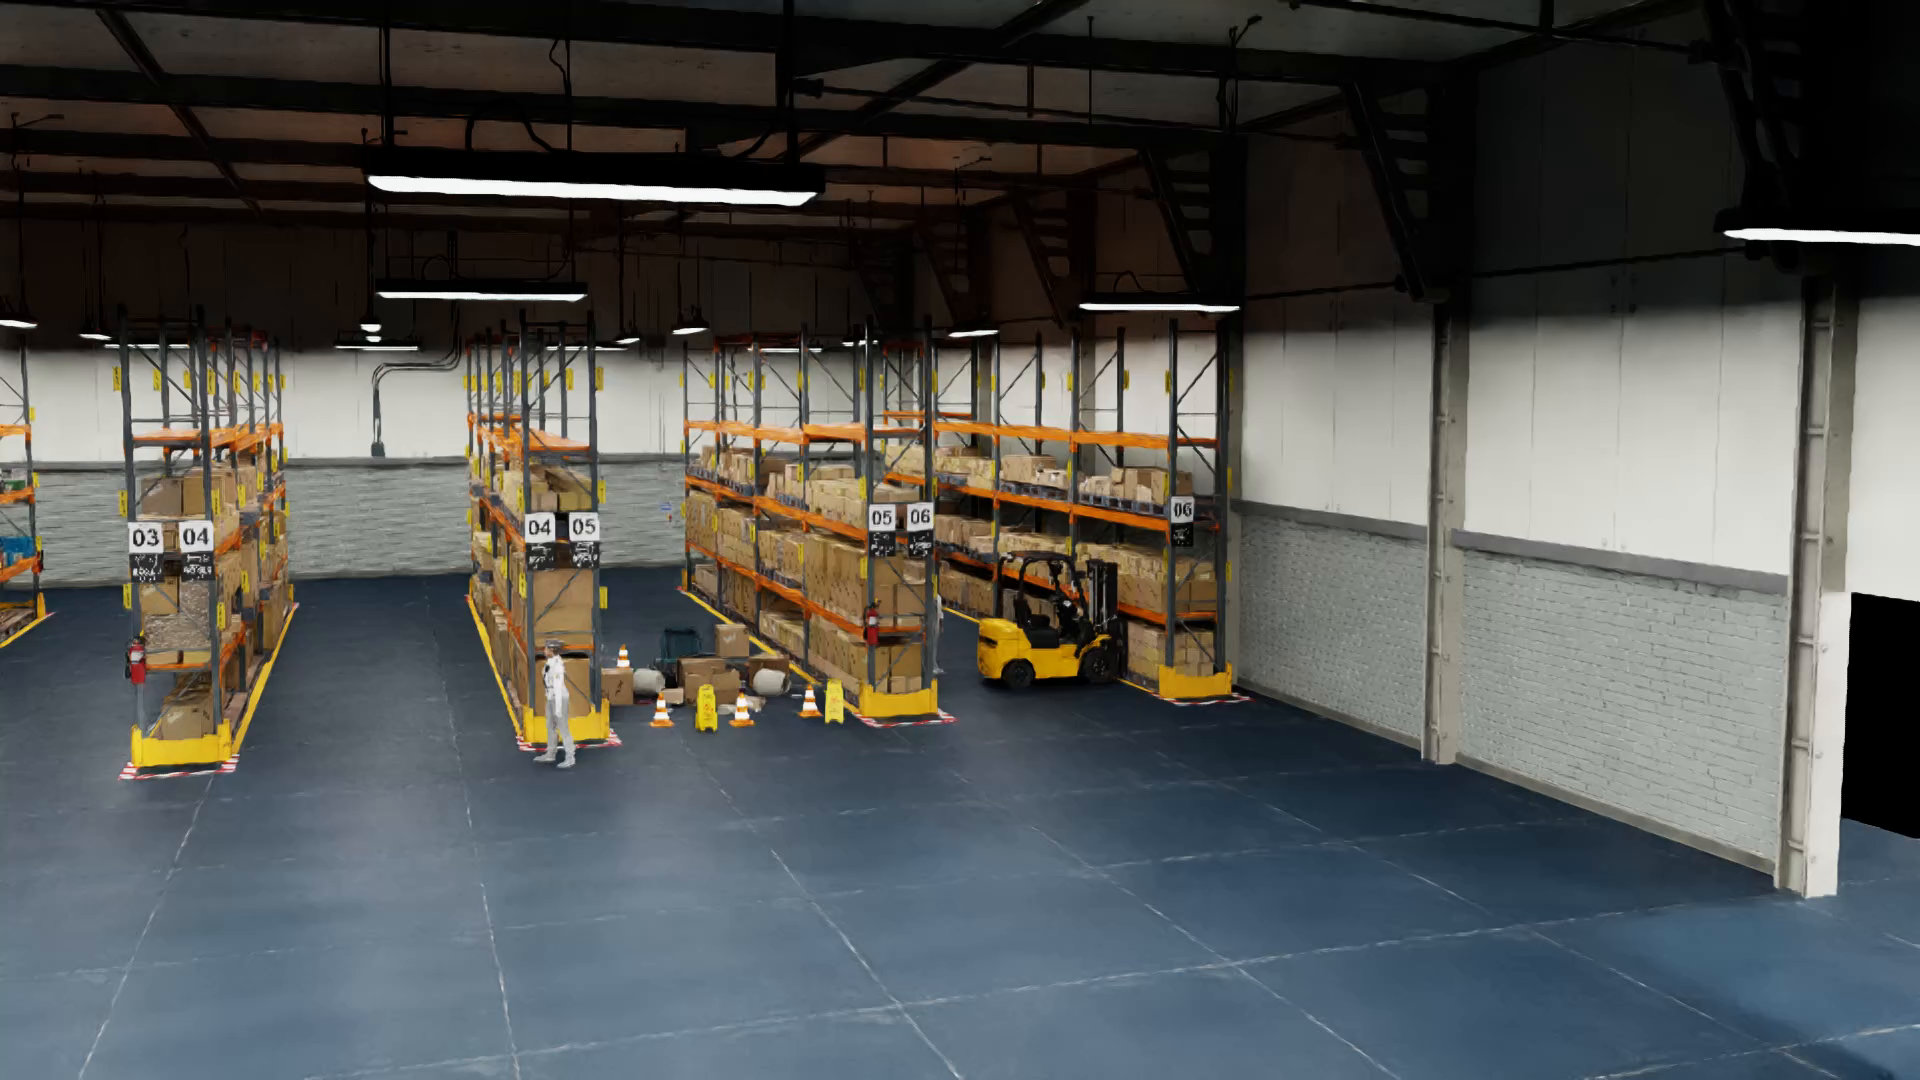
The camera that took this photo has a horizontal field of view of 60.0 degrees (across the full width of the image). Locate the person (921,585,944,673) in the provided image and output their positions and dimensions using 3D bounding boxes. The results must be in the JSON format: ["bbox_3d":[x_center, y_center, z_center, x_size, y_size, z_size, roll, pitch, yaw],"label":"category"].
[{"bbox_3d":[-0.467,1.480,28.646,0.468,1.600,0.405,4,7,39],"label":"person"}]

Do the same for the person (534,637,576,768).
[{"bbox_3d":[-5.311,2.097,21.706,0.487,1.675,0.657,-2,6,-23],"label":"person"}]
